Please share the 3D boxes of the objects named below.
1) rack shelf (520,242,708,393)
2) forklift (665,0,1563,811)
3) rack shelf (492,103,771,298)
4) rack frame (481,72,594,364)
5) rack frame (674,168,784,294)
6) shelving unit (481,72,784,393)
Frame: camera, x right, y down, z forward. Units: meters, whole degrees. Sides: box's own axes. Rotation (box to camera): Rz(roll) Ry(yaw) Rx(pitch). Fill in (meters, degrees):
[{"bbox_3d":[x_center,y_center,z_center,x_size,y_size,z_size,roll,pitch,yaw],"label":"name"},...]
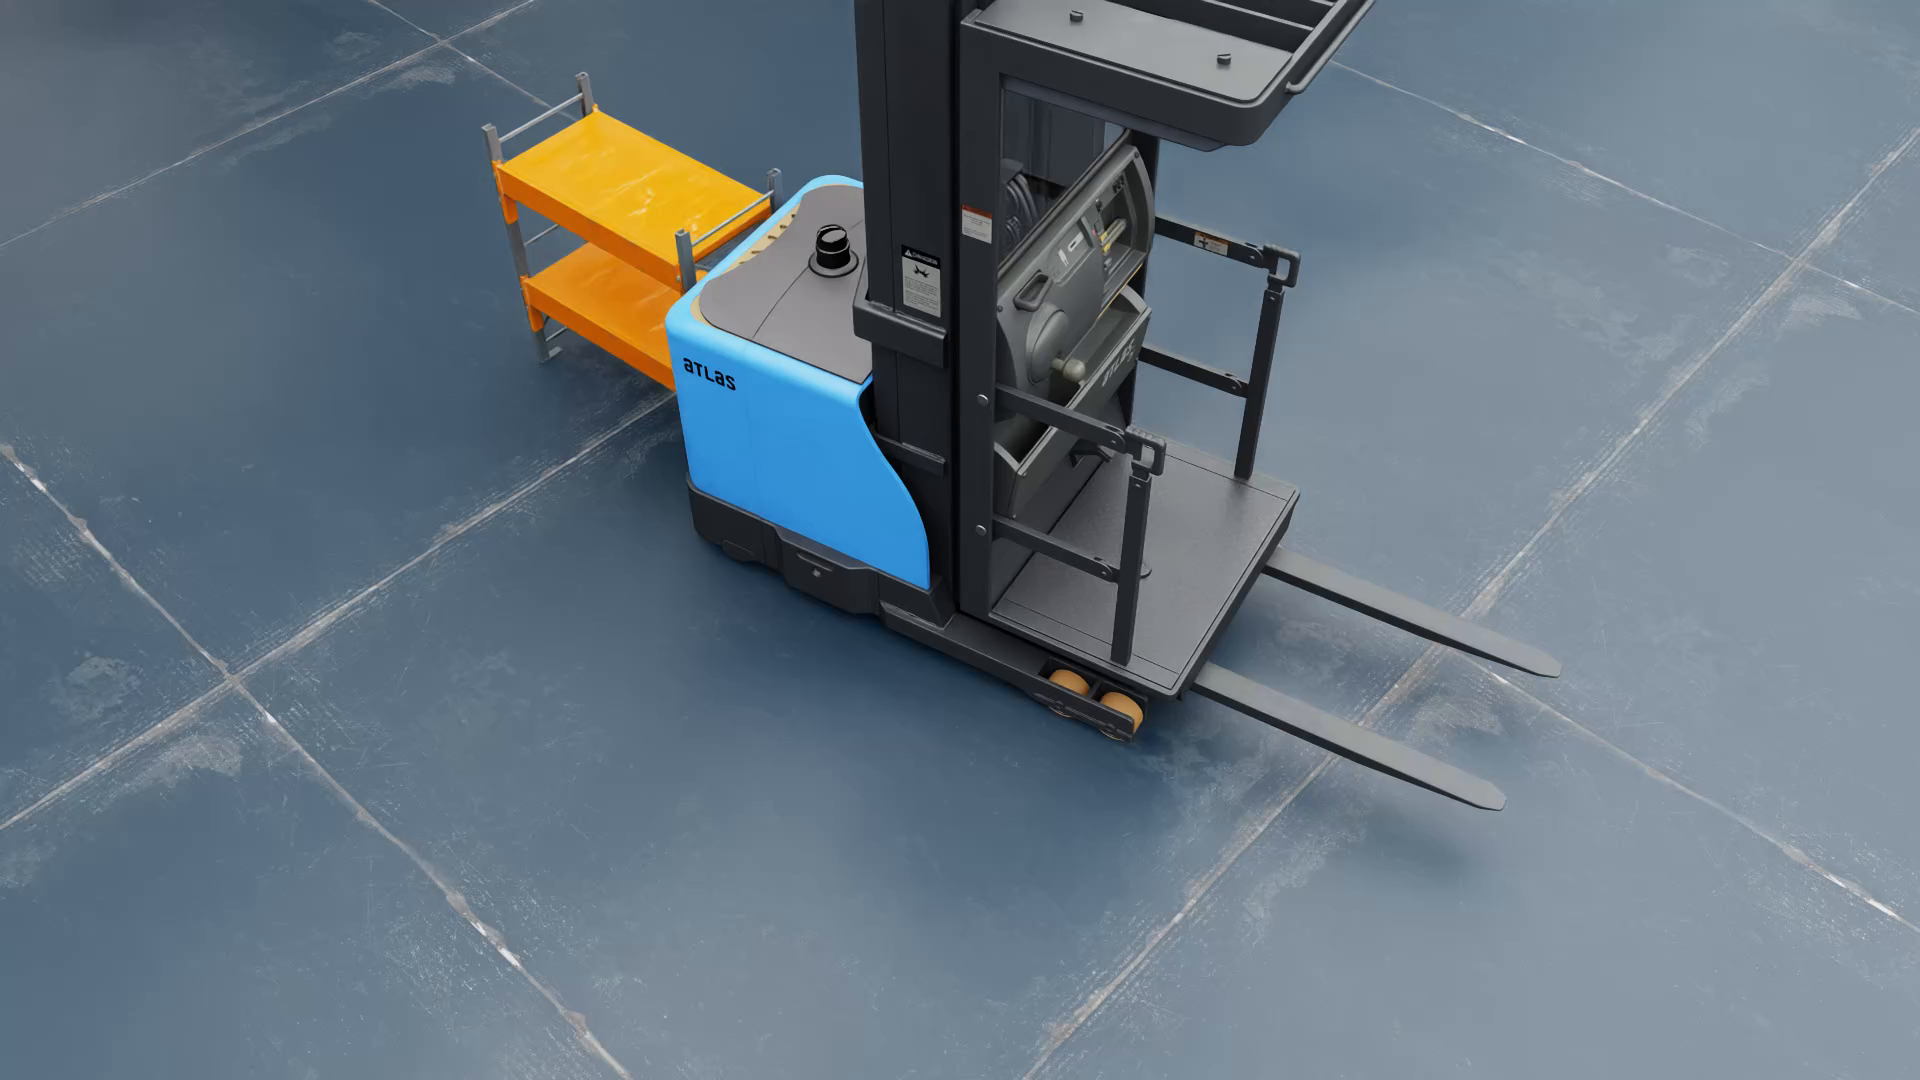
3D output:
[{"bbox_3d":[-1.203,-0.868,6.629,1.000,0.278,0.538,31,54,26],"label":"rack shelf"},{"bbox_3d":[0.538,-0.775,4.967,3.031,2.935,1.130,23,51,20],"label":"forklift"},{"bbox_3d":[-1.203,-1.235,6.237,1.000,0.278,0.538,31,54,26],"label":"rack shelf"},{"bbox_3d":[-1.597,-1.269,6.670,0.032,1.125,0.500,31,54,26],"label":"rack frame"},{"bbox_3d":[-0.809,-0.801,6.230,0.032,1.125,0.500,31,54,26],"label":"rack frame"},{"bbox_3d":[-1.203,-1.035,6.450,1.048,1.125,0.538,31,54,26],"label":"shelving unit"}]
